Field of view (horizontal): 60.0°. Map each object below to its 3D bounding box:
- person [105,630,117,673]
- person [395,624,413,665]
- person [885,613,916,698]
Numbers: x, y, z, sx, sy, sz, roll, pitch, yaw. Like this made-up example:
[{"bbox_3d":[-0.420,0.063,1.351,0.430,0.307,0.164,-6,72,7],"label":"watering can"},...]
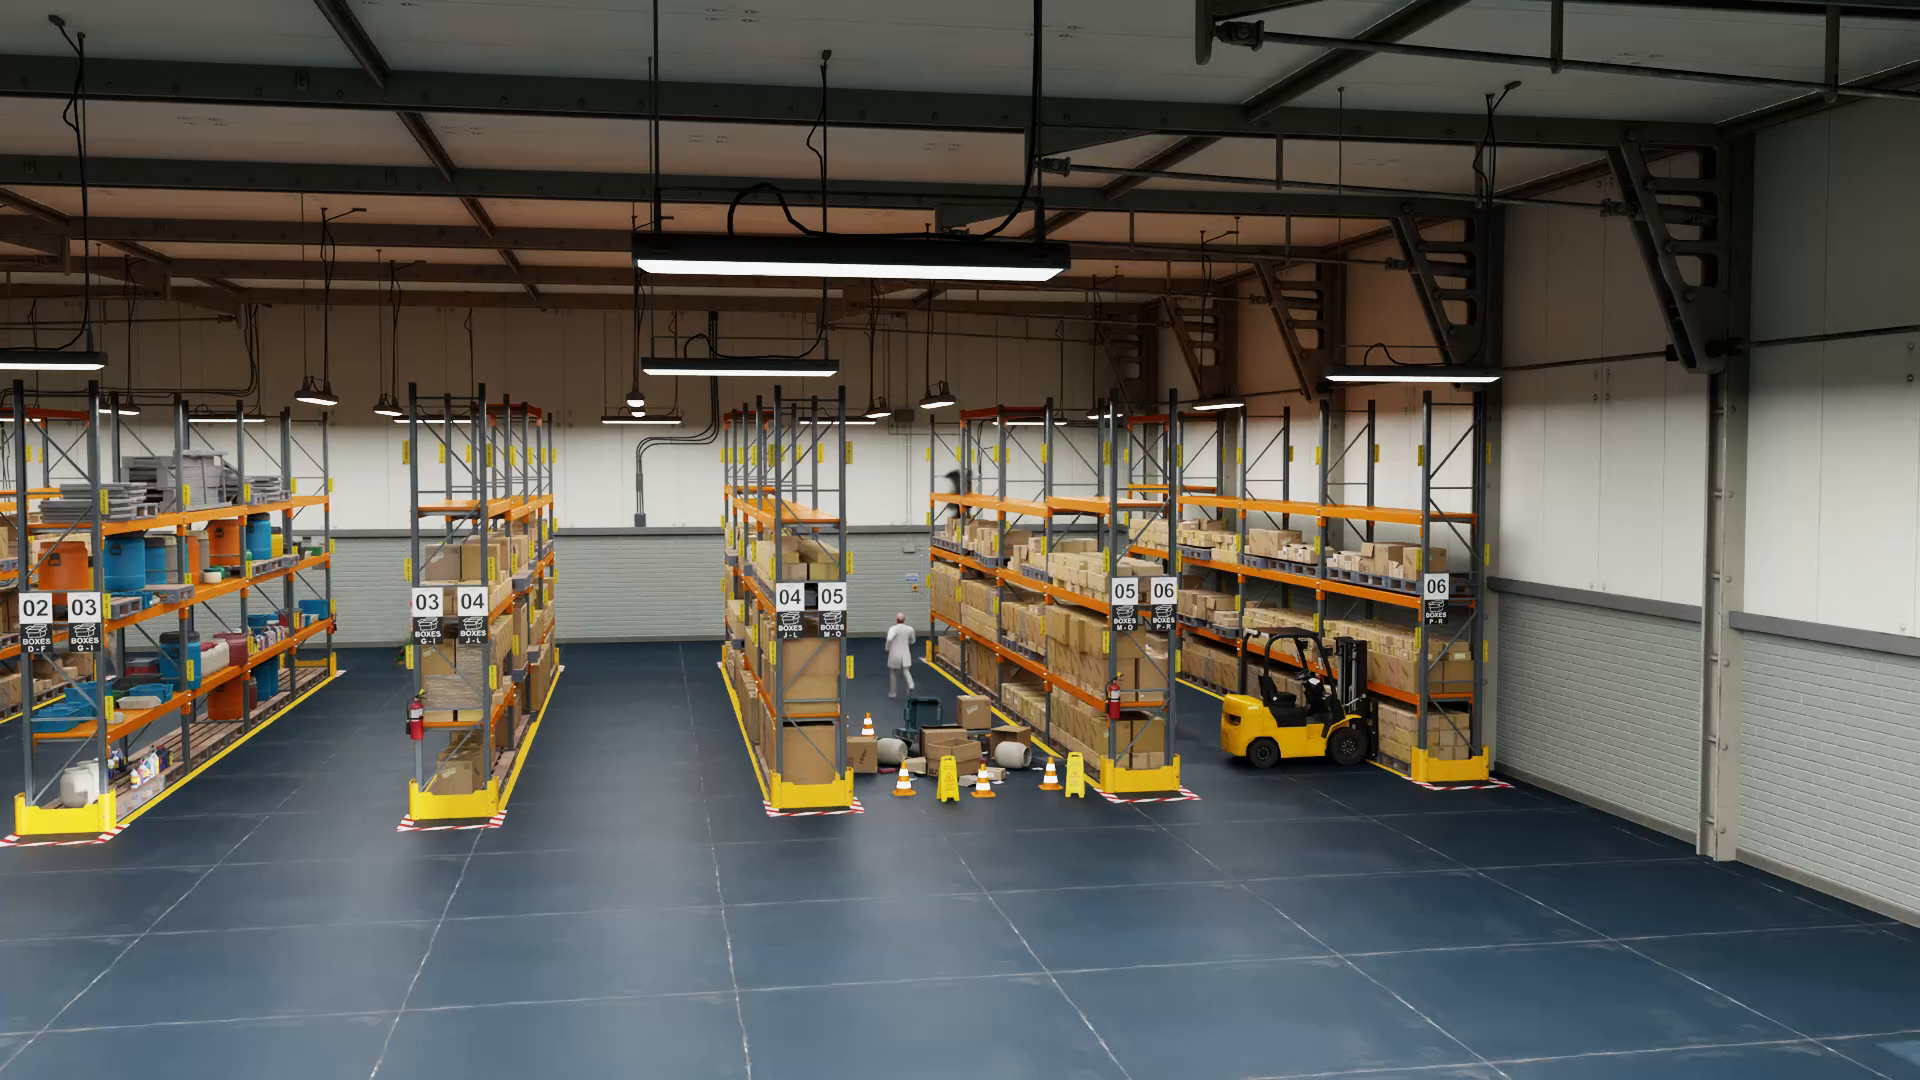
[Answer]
[{"bbox_3d":[-19.480,2.211,37.997,0.994,1.722,0.692,0,3,-2],"label":"person"},{"bbox_3d":[-12.835,2.191,39.299,1.030,1.732,0.705,0,3,-8],"label":"person"},{"bbox_3d":[-1.228,2.369,34.024,0.715,1.749,1.063,-1,3,-22],"label":"person"}]
